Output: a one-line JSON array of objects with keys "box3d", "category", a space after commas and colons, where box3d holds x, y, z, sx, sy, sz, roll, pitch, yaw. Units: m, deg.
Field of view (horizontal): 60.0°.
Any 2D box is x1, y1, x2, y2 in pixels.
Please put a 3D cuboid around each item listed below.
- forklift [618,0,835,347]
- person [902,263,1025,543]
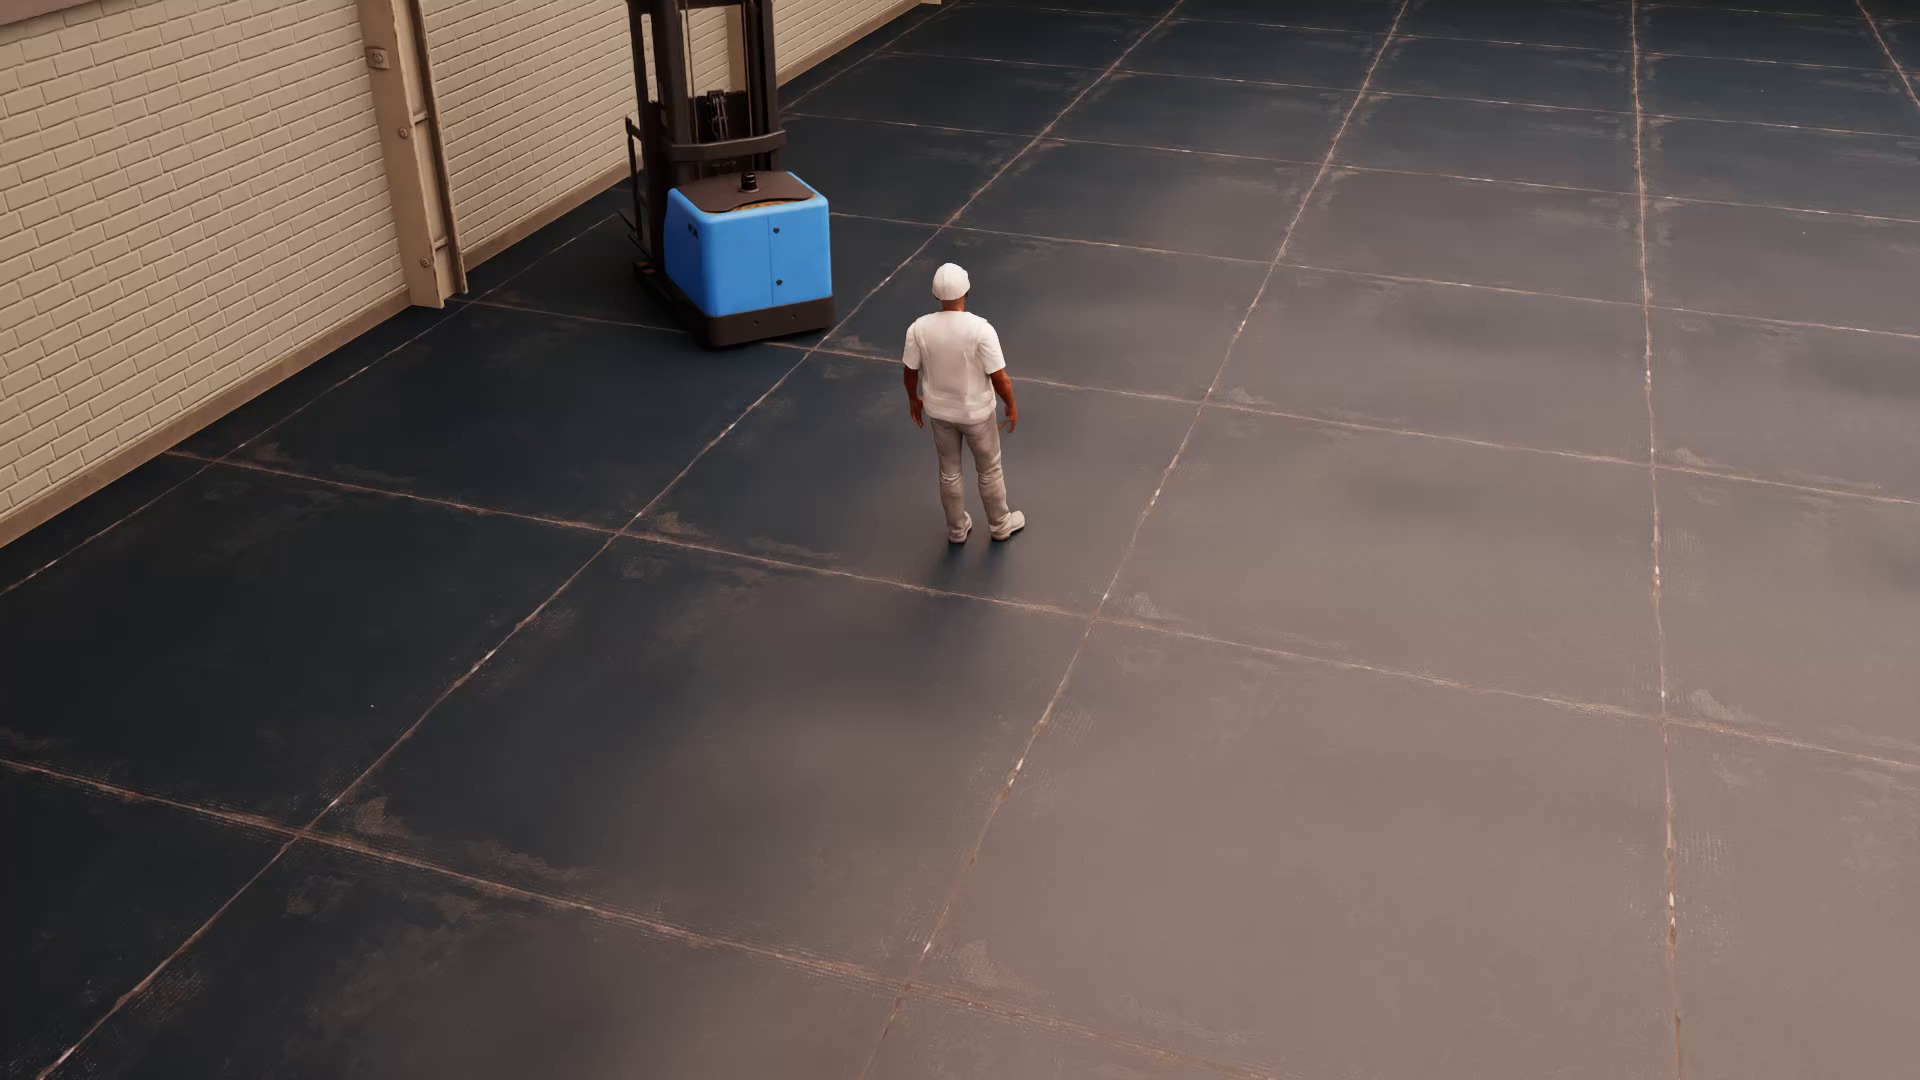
[{"box3d": [-2.076, -3.433, 13.158, 1.130, 2.935, 3.031, -14, 32, -23], "category": "forklift"}, {"box3d": [0.028, -0.805, 9.710, 0.666, 1.765, 0.577, 10, 31, 16], "category": "person"}]
